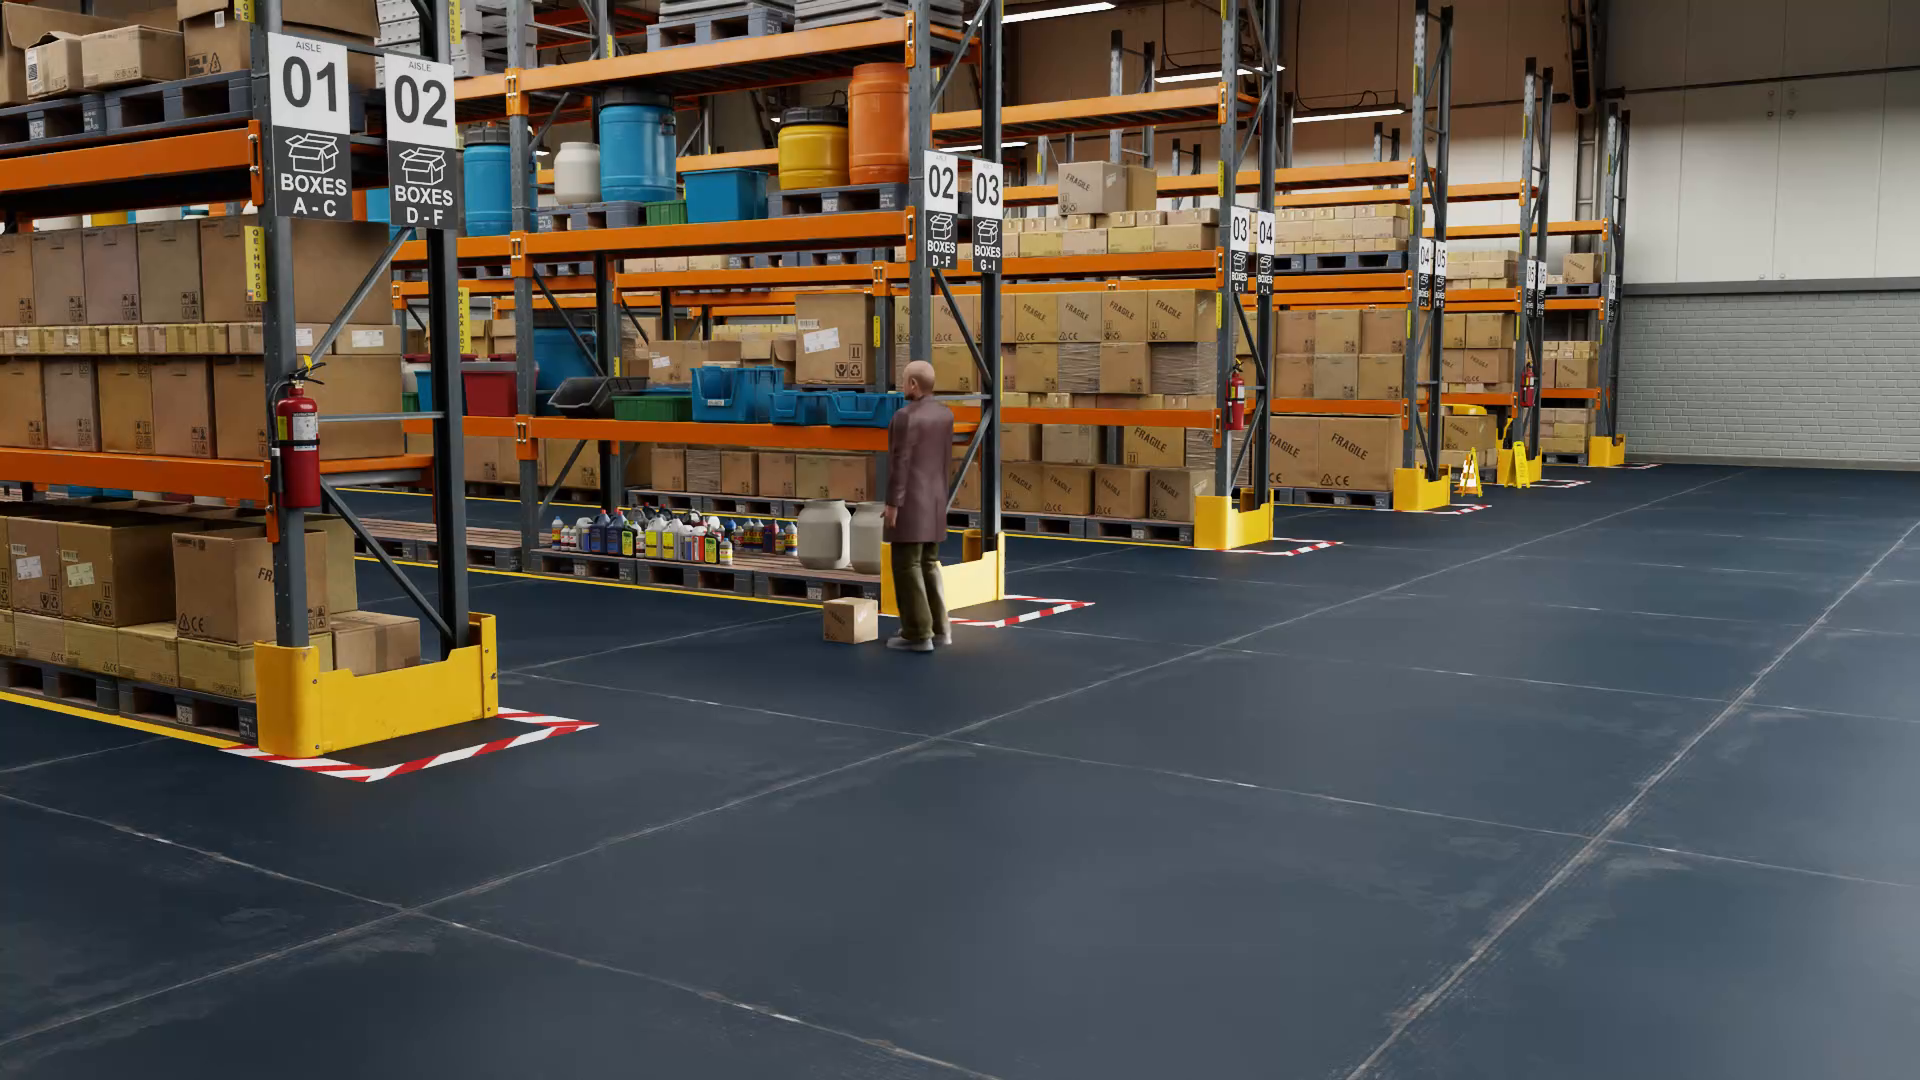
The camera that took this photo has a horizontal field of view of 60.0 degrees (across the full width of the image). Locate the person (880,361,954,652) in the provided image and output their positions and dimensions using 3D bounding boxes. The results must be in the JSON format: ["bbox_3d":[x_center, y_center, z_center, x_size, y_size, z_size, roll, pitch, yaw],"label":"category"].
[{"bbox_3d":[-0.283,-0.210,10.256,0.418,1.783,0.561,4,7,34],"label":"person"}]
